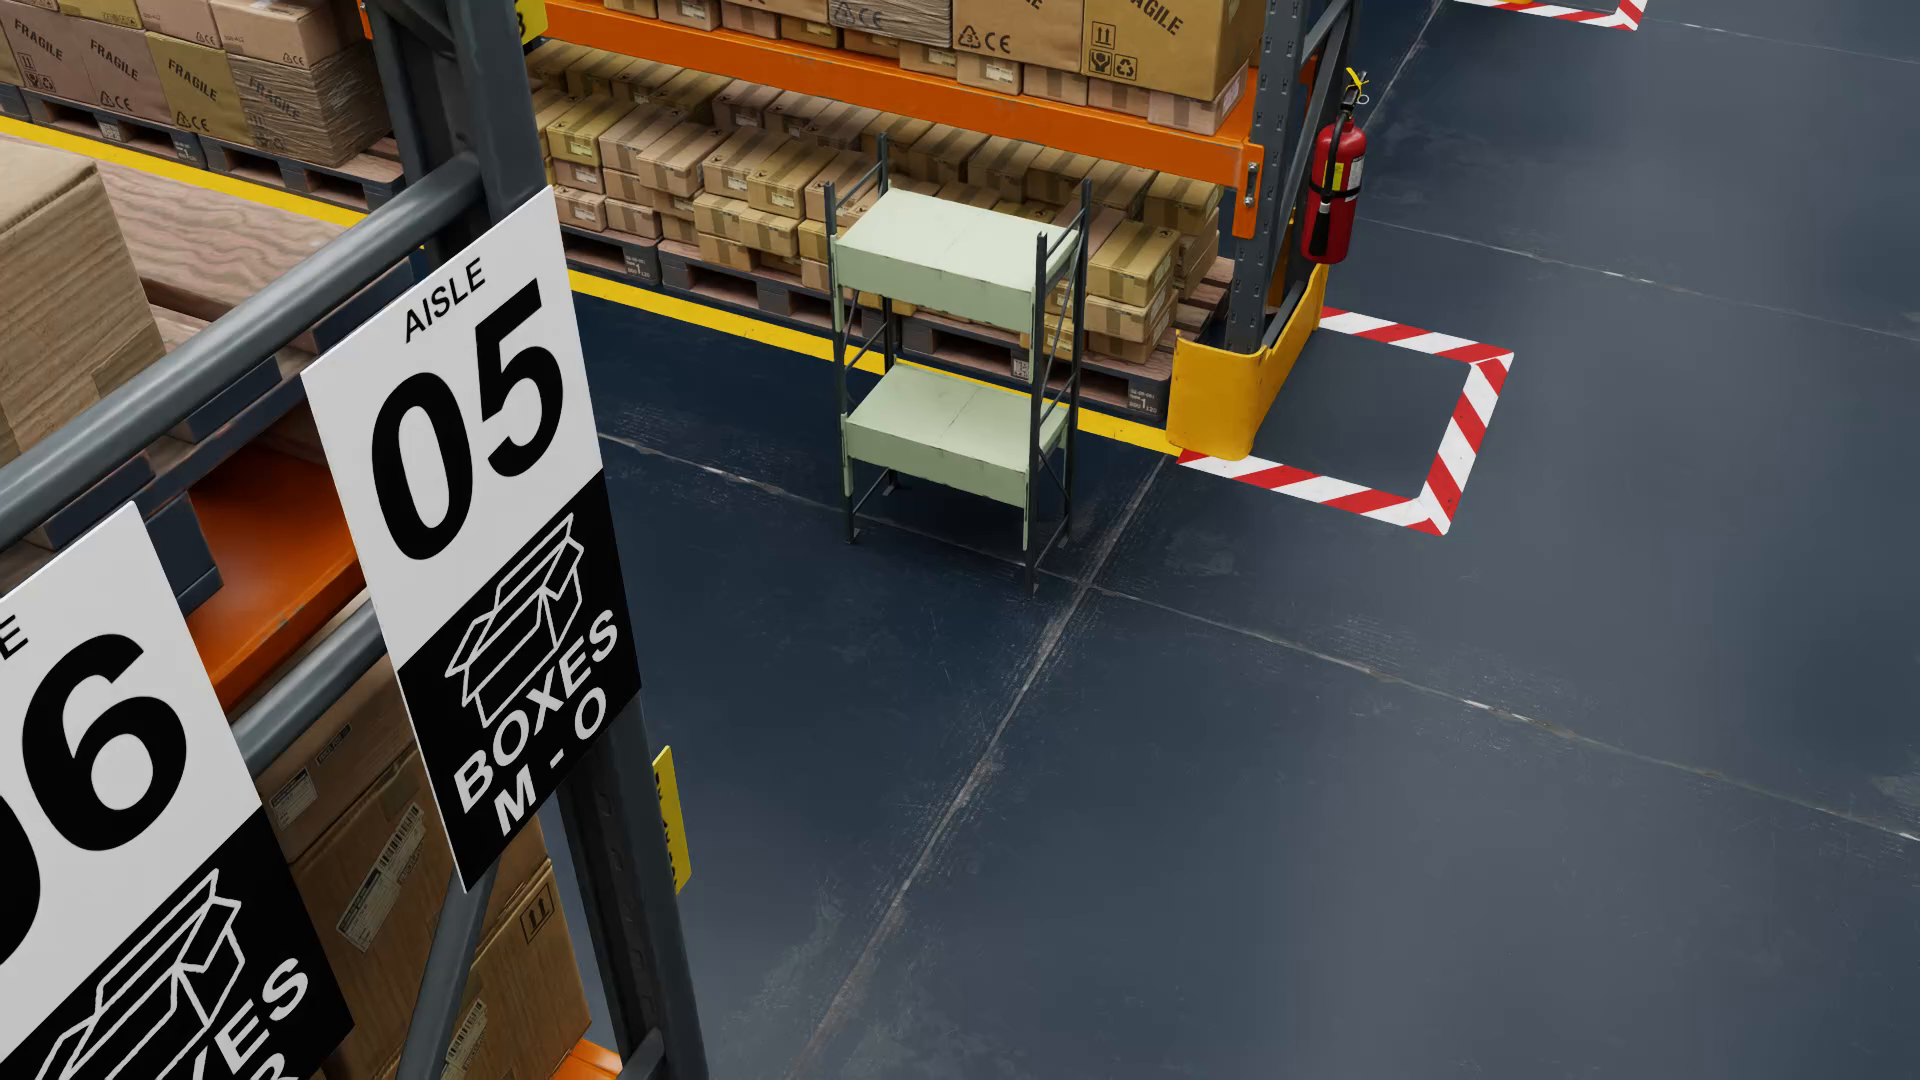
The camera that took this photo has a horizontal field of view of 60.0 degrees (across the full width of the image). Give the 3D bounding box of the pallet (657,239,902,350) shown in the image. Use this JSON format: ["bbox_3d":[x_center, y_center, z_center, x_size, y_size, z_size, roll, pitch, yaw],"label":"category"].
[{"bbox_3d":[-0.610,-1.358,7.656,1.213,0.211,1.003,17,44,19],"label":"pallet"}]

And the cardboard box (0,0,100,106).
[{"bbox_3d":[-4.511,-2.612,8.561,0.500,0.500,0.500,16,43,18],"label":"cardboard box"}]

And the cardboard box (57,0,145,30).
[{"bbox_3d":[-4.070,-2.756,8.155,0.500,0.250,0.500,15,43,17],"label":"cardboard box"}]

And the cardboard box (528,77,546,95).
[{"bbox_3d":[-2.119,-2.002,7.671,0.250,0.149,0.380,19,44,20],"label":"cardboard box"}]

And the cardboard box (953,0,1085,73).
[{"bbox_3d":[0.301,-2.074,6.049,0.500,0.500,0.500,16,44,18],"label":"cardboard box"}]

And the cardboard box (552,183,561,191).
[{"bbox_3d":[-1.908,-1.630,7.696,0.250,0.149,0.380,18,44,20],"label":"cardboard box"}]

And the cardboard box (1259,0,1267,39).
[{"bbox_3d":[0.992,-2.245,6.246,0.500,0.500,0.500,19,44,21],"label":"cardboard box"}]

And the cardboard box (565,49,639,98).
[{"bbox_3d":[-1.662,-2.229,7.933,0.250,0.149,0.380,18,44,19],"label":"cardboard box"}]

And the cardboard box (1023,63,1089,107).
[{"bbox_3d":[0.424,-1.785,6.211,0.250,0.149,0.380,17,44,18],"label":"cardboard box"}]

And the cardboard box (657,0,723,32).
[{"bbox_3d":[-1.011,-2.210,6.702,0.250,0.149,0.380,19,44,20],"label":"cardboard box"}]

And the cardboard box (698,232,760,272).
[{"bbox_3d":[-0.956,-1.369,7.395,0.250,0.149,0.380,16,43,17],"label":"cardboard box"}]

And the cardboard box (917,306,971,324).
[{"bbox_3d":[0.008,-1.106,7.091,0.250,0.149,0.380,17,44,19],"label":"cardboard box"}]

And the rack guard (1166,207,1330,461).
[{"bbox_3d":[1.213,-0.883,6.887,0.348,0.500,1.175,17,44,19],"label":"rack guard"}]

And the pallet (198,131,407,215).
[{"bbox_3d":[-3.049,-2.075,8.483,1.213,0.211,1.003,17,44,19],"label":"pallet"}]

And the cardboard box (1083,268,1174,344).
[{"bbox_3d":[0.683,-0.977,6.716,0.250,0.149,0.380,16,43,18],"label":"cardboard box"}]

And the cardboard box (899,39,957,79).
[{"bbox_3d":[-0.044,-1.933,6.381,0.250,0.149,0.380,15,43,17],"label":"cardboard box"}]

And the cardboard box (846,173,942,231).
[{"bbox_3d":[-0.272,-1.359,6.930,0.250,0.149,0.380,19,44,20],"label":"cardboard box"}]

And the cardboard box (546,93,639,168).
[{"bbox_3d":[-1.644,-1.849,7.495,0.250,0.149,0.380,16,44,18],"label":"cardboard box"}]

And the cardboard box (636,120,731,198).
[{"bbox_3d":[-1.202,-1.672,7.290,0.250,0.149,0.380,18,44,20],"label":"cardboard box"}]

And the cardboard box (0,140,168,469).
[{"bbox_3d":[-1.166,-0.185,1.600,0.500,0.250,0.500,13,43,15],"label":"cardboard box"}]

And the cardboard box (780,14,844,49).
[{"bbox_3d":[-0.511,-2.107,6.582,0.250,0.149,0.380,18,44,19],"label":"cardboard box"}]

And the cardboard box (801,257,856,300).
[{"bbox_3d":[-0.489,-1.227,7.231,0.250,0.149,0.380,18,44,19],"label":"cardboard box"}]

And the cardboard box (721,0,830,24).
[{"bbox_3d":[-0.610,-2.353,6.371,0.500,0.500,0.500,19,44,21],"label":"cardboard box"}]

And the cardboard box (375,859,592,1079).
[{"bbox_3d":[-1.033,0.819,2.939,0.500,0.500,0.500,17,44,18],"label":"cardboard box"}]

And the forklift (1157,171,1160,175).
[{"bbox_3d":[0.550,-3.654,8.228,1.130,2.935,3.031,-3,41,-3],"label":"forklift"}]

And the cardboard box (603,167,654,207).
[{"bbox_3d":[-1.403,-1.678,7.525,0.250,0.149,0.380,15,43,16],"label":"cardboard box"}]

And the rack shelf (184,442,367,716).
[{"bbox_3d":[-2.532,-0.256,2.514,4.000,0.370,1.077,17,44,19],"label":"rack shelf"}]

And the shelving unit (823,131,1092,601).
[{"bbox_3d":[-0.006,-0.569,5.761,0.755,1.500,0.431,17,44,19],"label":"shelving unit"}]

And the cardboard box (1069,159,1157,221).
[{"bbox_3d":[0.650,-1.464,7.051,0.250,0.149,0.380,18,44,19],"label":"cardboard box"}]

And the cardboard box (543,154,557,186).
[{"bbox_3d":[-1.883,-1.801,7.666,0.250,0.149,0.380,17,44,19],"label":"cardboard box"}]

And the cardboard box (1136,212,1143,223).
[{"bbox_3d":[0.691,-1.407,7.212,0.250,0.149,0.380,17,44,18],"label":"cardboard box"}]

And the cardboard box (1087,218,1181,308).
[{"bbox_3d":[0.695,-1.109,6.641,0.250,0.149,0.380,17,44,19],"label":"cardboard box"}]

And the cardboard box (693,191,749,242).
[{"bbox_3d":[-0.962,-1.480,7.297,0.250,0.149,0.380,17,44,18],"label":"cardboard box"}]

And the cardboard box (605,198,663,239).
[{"bbox_3d":[-1.410,-1.551,7.606,0.250,0.149,0.380,16,43,18],"label":"cardboard box"}]

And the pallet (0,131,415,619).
[{"bbox_3d":[-1.396,-0.139,1.898,1.213,0.211,1.003,17,44,19],"label":"pallet"}]

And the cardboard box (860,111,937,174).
[{"bbox_3d":[-0.251,-1.812,7.452,0.250,0.149,0.380,18,44,19],"label":"cardboard box"}]

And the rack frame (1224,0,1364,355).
[{"bbox_3d":[1.282,-1.806,6.044,0.127,3.000,1.000,17,44,19],"label":"rack frame"}]

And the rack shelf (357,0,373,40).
[{"bbox_3d":[-4.156,-3.196,8.196,4.000,0.370,1.077,17,44,19],"label":"rack shelf"}]

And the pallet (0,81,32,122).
[{"bbox_3d":[-5.261,-2.751,9.262,1.213,0.211,1.003,17,44,19],"label":"pallet"}]

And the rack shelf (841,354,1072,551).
[{"bbox_3d":[-0.006,-0.322,5.974,0.720,0.370,0.431,17,44,19],"label":"rack shelf"}]

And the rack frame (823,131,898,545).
[{"bbox_3d":[-0.338,-0.670,5.878,0.023,1.500,0.400,17,44,19],"label":"rack frame"}]

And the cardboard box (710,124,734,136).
[{"bbox_3d":[-0.998,-1.891,7.771,0.250,0.149,0.380,18,44,20],"label":"cardboard box"}]

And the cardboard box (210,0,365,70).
[{"bbox_3d":[-3.125,-2.468,7.822,0.500,0.250,0.500,16,43,18],"label":"cardboard box"}]

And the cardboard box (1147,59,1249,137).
[{"bbox_3d":[0.867,-1.634,6.037,0.250,0.149,0.380,17,44,19],"label":"cardboard box"}]

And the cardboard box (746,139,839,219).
[{"bbox_3d":[-0.713,-1.554,7.154,0.250,0.149,0.380,17,44,19],"label":"cardboard box"}]

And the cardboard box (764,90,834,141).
[{"bbox_3d":[-0.698,-1.958,7.621,0.250,0.149,0.380,16,43,17],"label":"cardboard box"}]

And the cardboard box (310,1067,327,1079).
[{"bbox_3d":[-1.257,0.752,2.252,0.500,0.500,0.500,18,44,20],"label":"cardboard box"}]

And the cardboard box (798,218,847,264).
[{"bbox_3d":[-0.488,-1.337,7.132,0.250,0.149,0.380,19,44,21],"label":"cardboard box"}]

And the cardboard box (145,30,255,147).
[{"bbox_3d":[-3.585,-2.326,8.231,0.500,0.500,0.500,16,43,18],"label":"cardboard box"}]

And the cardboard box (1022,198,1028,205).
[{"bbox_3d":[0.245,-1.557,7.386,0.250,0.149,0.380,18,44,20],"label":"cardboard box"}]

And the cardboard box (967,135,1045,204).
[{"bbox_3d":[0.216,-1.629,7.242,0.250,0.149,0.380,15,43,17],"label":"cardboard box"}]

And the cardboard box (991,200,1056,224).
[{"bbox_3d":[0.203,-1.209,6.756,0.250,0.149,0.380,16,43,18],"label":"cardboard box"}]

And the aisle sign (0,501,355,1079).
[{"bbox_3d":[-0.786,0.381,1.535,0.004,0.787,0.394,17,44,19],"label":"aisle sign"}]

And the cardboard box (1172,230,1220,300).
[{"bbox_3d":[0.942,-1.223,7.226,0.250,0.149,0.380,18,44,19],"label":"cardboard box"}]

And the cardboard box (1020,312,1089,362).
[{"bbox_3d":[0.441,-0.921,6.878,0.250,0.149,0.380,18,44,20],"label":"cardboard box"}]

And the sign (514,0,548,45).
[{"bbox_3d":[-0.480,-0.662,1.705,0.005,0.325,0.100,17,44,19],"label":"sign"}]

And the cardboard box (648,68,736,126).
[{"bbox_3d":[-1.232,-2.046,7.722,0.250,0.149,0.380,18,44,20],"label":"cardboard box"}]

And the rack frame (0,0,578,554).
[{"bbox_3d":[-0.720,-1.107,0.657,0.127,3.000,1.000,17,44,19],"label":"rack frame"}]
